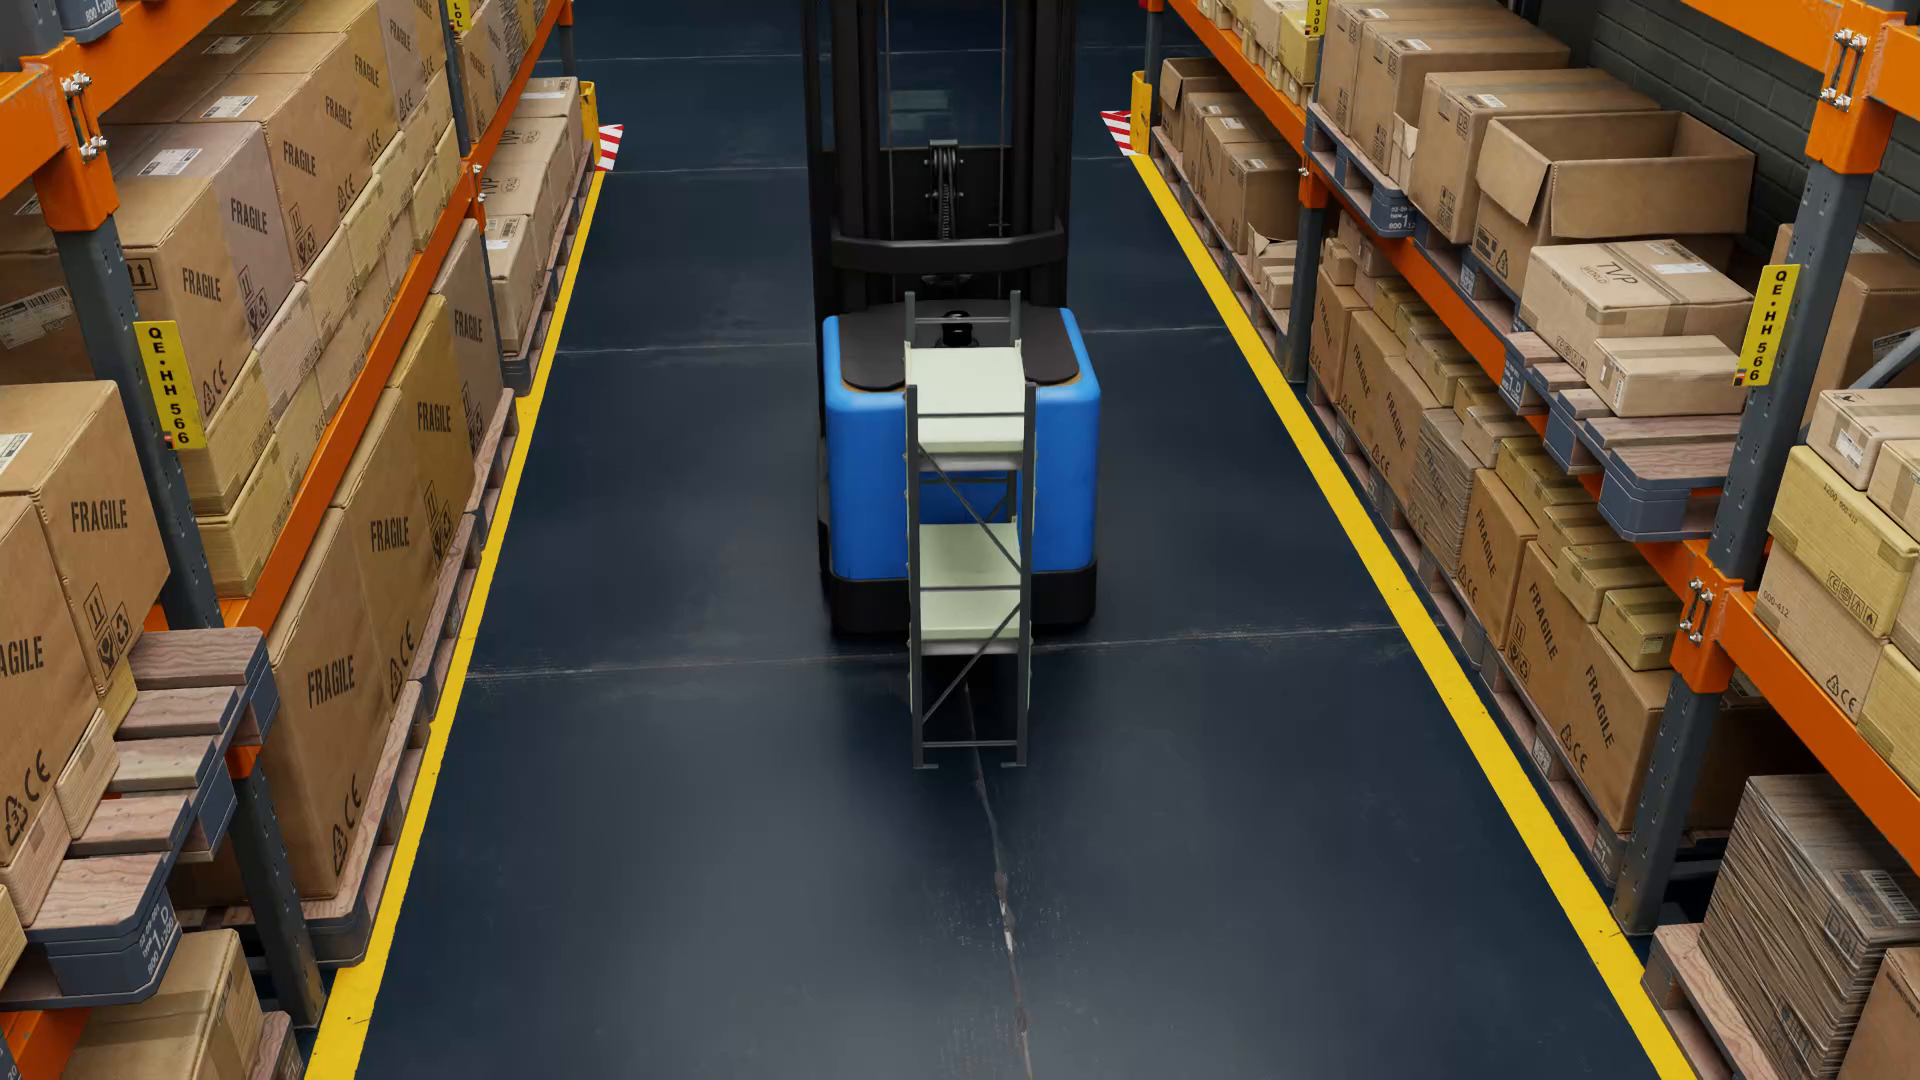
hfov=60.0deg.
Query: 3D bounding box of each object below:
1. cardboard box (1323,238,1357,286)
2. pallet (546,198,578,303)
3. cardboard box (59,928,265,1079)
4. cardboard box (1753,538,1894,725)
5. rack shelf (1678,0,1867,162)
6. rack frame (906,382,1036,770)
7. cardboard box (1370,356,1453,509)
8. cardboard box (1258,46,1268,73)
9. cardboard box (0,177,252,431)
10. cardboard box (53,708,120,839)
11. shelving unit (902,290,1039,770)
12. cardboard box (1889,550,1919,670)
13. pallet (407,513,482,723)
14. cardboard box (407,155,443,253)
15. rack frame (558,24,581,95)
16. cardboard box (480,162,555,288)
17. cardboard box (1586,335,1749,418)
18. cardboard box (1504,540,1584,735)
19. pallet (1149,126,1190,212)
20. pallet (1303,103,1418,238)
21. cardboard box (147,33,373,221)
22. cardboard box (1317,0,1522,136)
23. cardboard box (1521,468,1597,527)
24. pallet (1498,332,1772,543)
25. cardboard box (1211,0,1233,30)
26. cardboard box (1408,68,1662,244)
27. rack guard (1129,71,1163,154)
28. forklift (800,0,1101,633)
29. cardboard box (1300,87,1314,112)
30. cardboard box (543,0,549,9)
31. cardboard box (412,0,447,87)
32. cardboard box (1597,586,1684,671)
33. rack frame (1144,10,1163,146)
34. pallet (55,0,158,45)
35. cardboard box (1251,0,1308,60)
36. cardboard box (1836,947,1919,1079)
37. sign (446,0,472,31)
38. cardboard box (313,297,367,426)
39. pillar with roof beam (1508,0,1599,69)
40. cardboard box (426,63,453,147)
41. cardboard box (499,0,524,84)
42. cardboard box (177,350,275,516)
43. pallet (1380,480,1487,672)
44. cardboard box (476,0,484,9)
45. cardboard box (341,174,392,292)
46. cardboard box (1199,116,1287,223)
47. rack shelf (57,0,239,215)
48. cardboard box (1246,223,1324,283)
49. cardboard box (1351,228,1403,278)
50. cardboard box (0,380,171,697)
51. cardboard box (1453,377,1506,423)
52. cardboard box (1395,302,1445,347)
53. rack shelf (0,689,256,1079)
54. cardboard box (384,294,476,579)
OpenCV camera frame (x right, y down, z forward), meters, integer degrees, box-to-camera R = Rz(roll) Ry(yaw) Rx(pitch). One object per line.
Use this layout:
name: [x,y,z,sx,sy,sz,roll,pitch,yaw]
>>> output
cardboard box: [1.958,-1.335,7.955,0.380,0.149,0.250,-1,31,-2]
pallet: [-2.862,-1.725,9.931,1.003,0.211,1.213,-3,31,-5]
cardboard box: [-2.335,1.374,4.178,0.950,0.372,0.625,-5,31,-8]
cardboard box: [2.362,0.200,4.137,0.500,0.250,0.500,-3,31,-4]
rack shelf: [2.377,-2.103,5.622,1.077,0.370,4.000,-3,31,-5]
rack frame: [0.035,0.164,5.513,0.400,1.500,0.023,-1,31,-2]
cardboard box: [2.113,-0.468,7.137,0.500,0.500,0.500,-4,31,-6]
cardboard box: [1.817,-2.587,8.900,0.380,0.149,0.250,-2,31,-3]
cardboard box: [-2.181,-0.599,4.255,0.500,0.500,0.500,-4,31,-6]
cardboard box: [-1.948,0.480,3.356,0.380,0.149,0.250,-3,31,-5]
shelving unit: [0.022,-0.025,5.826,0.431,1.500,0.755,-1,31,-2]
cardboard box: [2.407,0.241,3.581,0.500,0.250,0.500,-2,31,-3]
pallet: [-2.488,0.306,6.531,1.003,0.211,1.213,-3,31,-5]
cardboard box: [-2.413,-1.364,6.755,0.500,0.250,0.500,-3,31,-5]
rack frame: [-3.126,-3.948,10.934,1.000,3.000,0.127,-3,31,-5]
cardboard box: [-2.788,-1.769,9.375,0.875,0.438,0.875,-4,31,-6]
cardboard box: [2.120,-0.492,4.985,0.380,0.149,0.250,-2,31,-4]
cardboard box: [2.274,0.328,5.803,0.500,0.500,0.500,-3,31,-5]
pallet: [1.898,-2.544,11.304,1.003,0.211,1.213,-3,31,-5]
pallet: [2.156,-1.650,7.274,1.003,0.211,1.213,-3,31,-5]
cardboard box: [-2.313,-1.374,5.553,0.500,0.500,0.500,-2,31,-4]
cardboard box: [2.012,-2.111,7.352,0.700,0.500,0.500,-2,31,-3]
cardboard box: [2.249,-0.140,5.955,0.380,0.149,0.250,-2,31,-3]
pallet: [2.430,-0.363,5.120,1.213,0.211,1.003,-3,31,-5]
cardboard box: [1.689,-3.105,9.768,0.380,0.149,0.250,-2,31,-3]
cardboard box: [2.134,-1.446,6.238,0.700,0.500,0.500,-3,31,-5]
rack guard: [1.823,-3.075,11.911,1.175,0.500,0.348,-3,31,-5]
forklift: [-0.107,-1.624,7.111,1.130,2.935,3.031,-3,31,-4]
cardboard box: [1.908,-2.188,8.233,0.380,0.149,0.250,-2,31,-4]
cardboard box: [-2.785,-3.500,10.087,0.500,0.500,0.500,-3,31,-6]
cardboard box: [-2.460,-2.162,6.871,0.500,0.500,0.500,-2,31,-3]
cardboard box: [2.265,0.271,5.266,0.380,0.149,0.250,-4,31,-7]
rack frame: [1.816,-4.187,11.335,1.000,3.000,0.127,-3,31,-5]
pallet: [-2.491,-1.396,3.921,1.213,0.211,1.003,-1,31,-2]
cardboard box: [1.838,-2.712,8.721,0.500,0.250,0.500,-3,31,-4]
cardboard box: [2.677,1.389,3.906,0.875,0.625,0.625,-2,31,-3]
sign: [-2.213,-2.400,7.290,0.100,0.325,0.005,-3,31,-5]
cardboard box: [-2.282,-0.590,5.459,0.500,0.250,0.500,-2,31,-3]
pillar with roof beam: [-1.264,-4.913,6.700,9.100,9.000,0.400,-3,31,-5]
cardboard box: [-2.469,-1.842,7.068,0.500,0.250,0.500,-3,31,-5]
cardboard box: [-2.618,-2.712,8.767,0.500,0.500,0.500,-3,31,-4]
cardboard box: [-2.180,-0.284,4.459,0.500,0.250,0.500,-3,31,-5]
pallet: [2.420,0.090,6.894,1.003,0.211,1.213,-3,31,-5]
cardboard box: [-2.596,-2.891,8.092,0.500,0.500,0.500,-3,31,-5]
cardboard box: [-2.295,-1.063,5.763,0.500,0.250,0.500,-2,31,-4]
cardboard box: [1.770,-2.265,10.145,0.500,0.500,0.500,-2,31,-4]
rack shelf: [-2.565,-1.863,5.221,1.077,0.370,4.000,-3,31,-5]
cardboard box: [1.812,-1.604,9.267,0.396,0.266,0.258,-2,31,-3]
cardboard box: [2.030,-1.332,7.661,0.380,0.149,0.250,-4,31,-7]
cardboard box: [-2.059,0.005,3.520,0.500,0.500,0.500,-4,31,-6]
cardboard box: [2.197,-0.535,6.616,0.380,0.149,0.250,-3,31,-4]
cardboard box: [2.136,-0.927,7.273,0.380,0.149,0.250,-3,31,-5]
rack shelf: [-2.191,1.467,2.571,1.077,0.370,4.000,-3,31,-5]
cardboard box: [-2.522,-0.400,6.657,0.875,0.875,0.875,-2,31,-3]
